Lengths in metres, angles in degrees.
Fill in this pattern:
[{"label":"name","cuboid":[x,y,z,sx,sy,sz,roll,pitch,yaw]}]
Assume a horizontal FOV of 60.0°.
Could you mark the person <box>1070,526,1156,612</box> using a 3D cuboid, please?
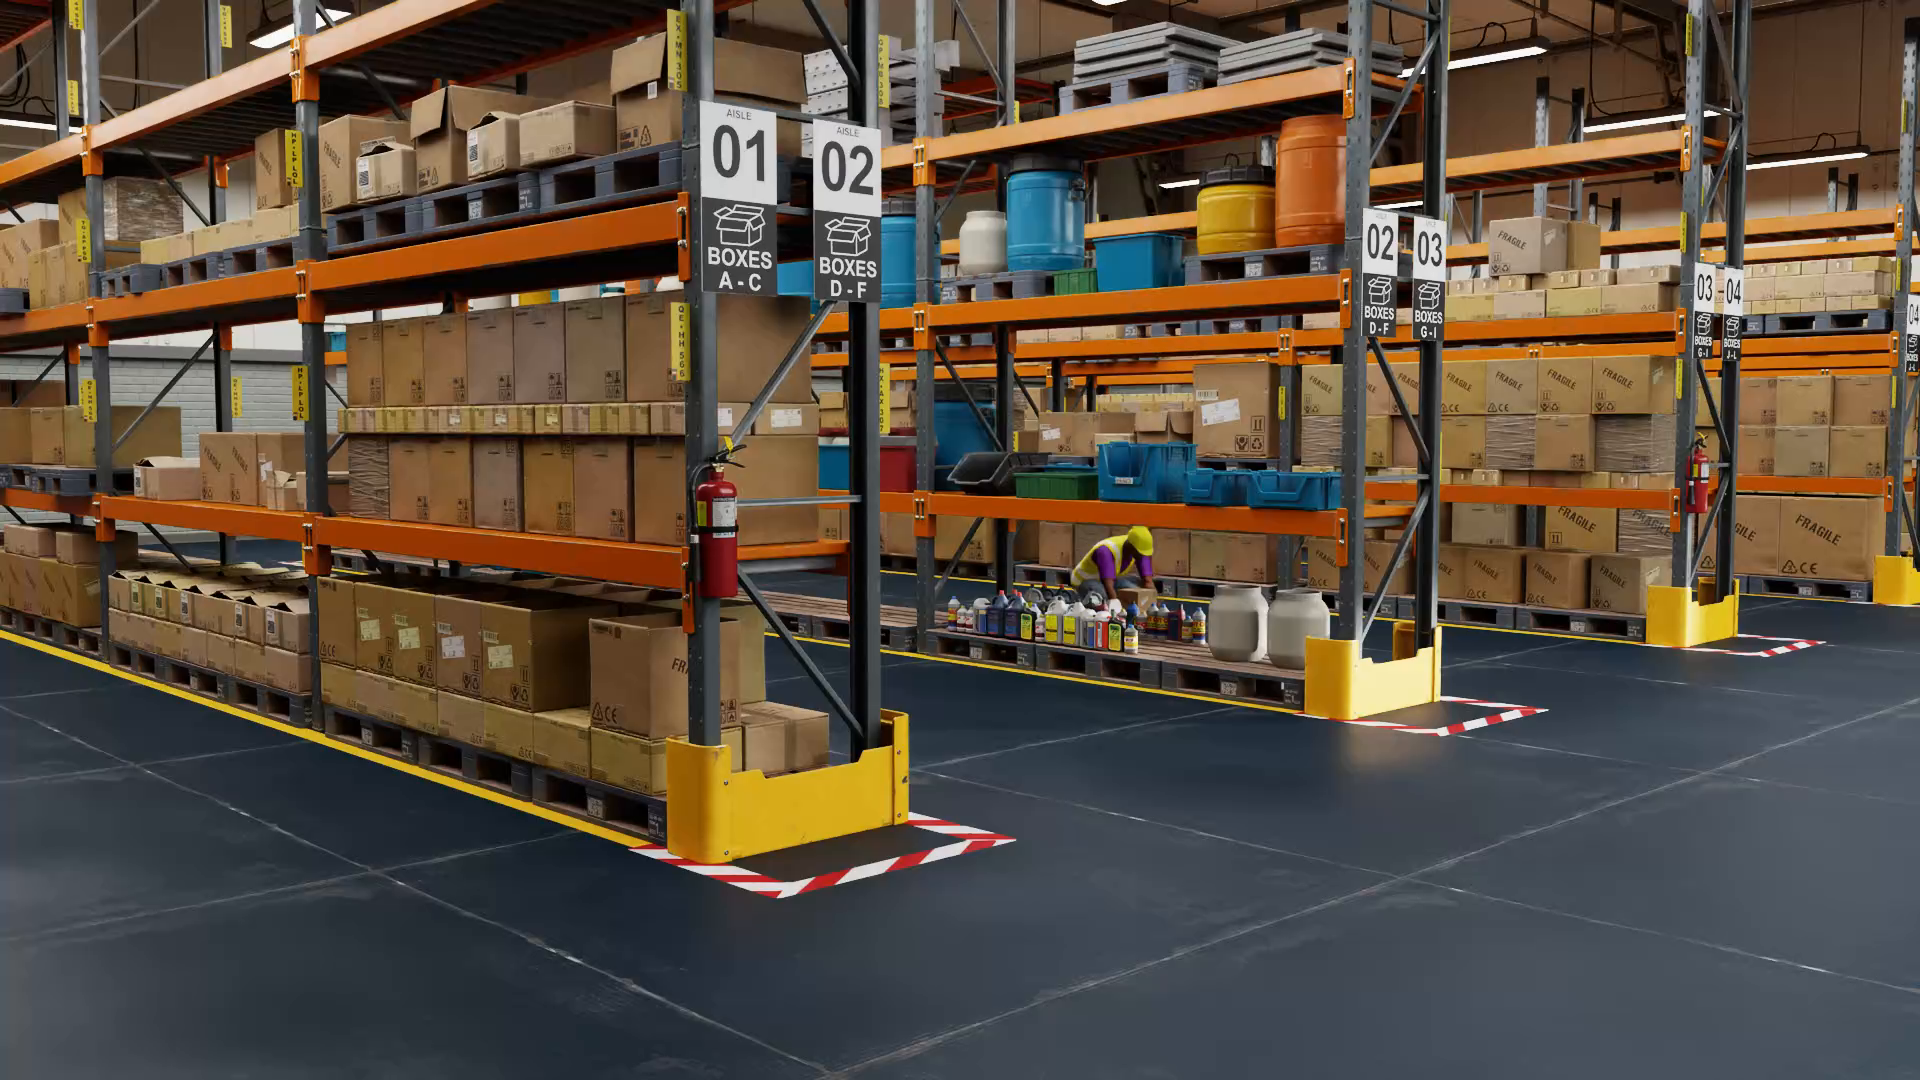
[{"label":"person","cuboid":[1.383,0.358,14.538,0.578,1.001,0.919,-2,4,-29]}]
